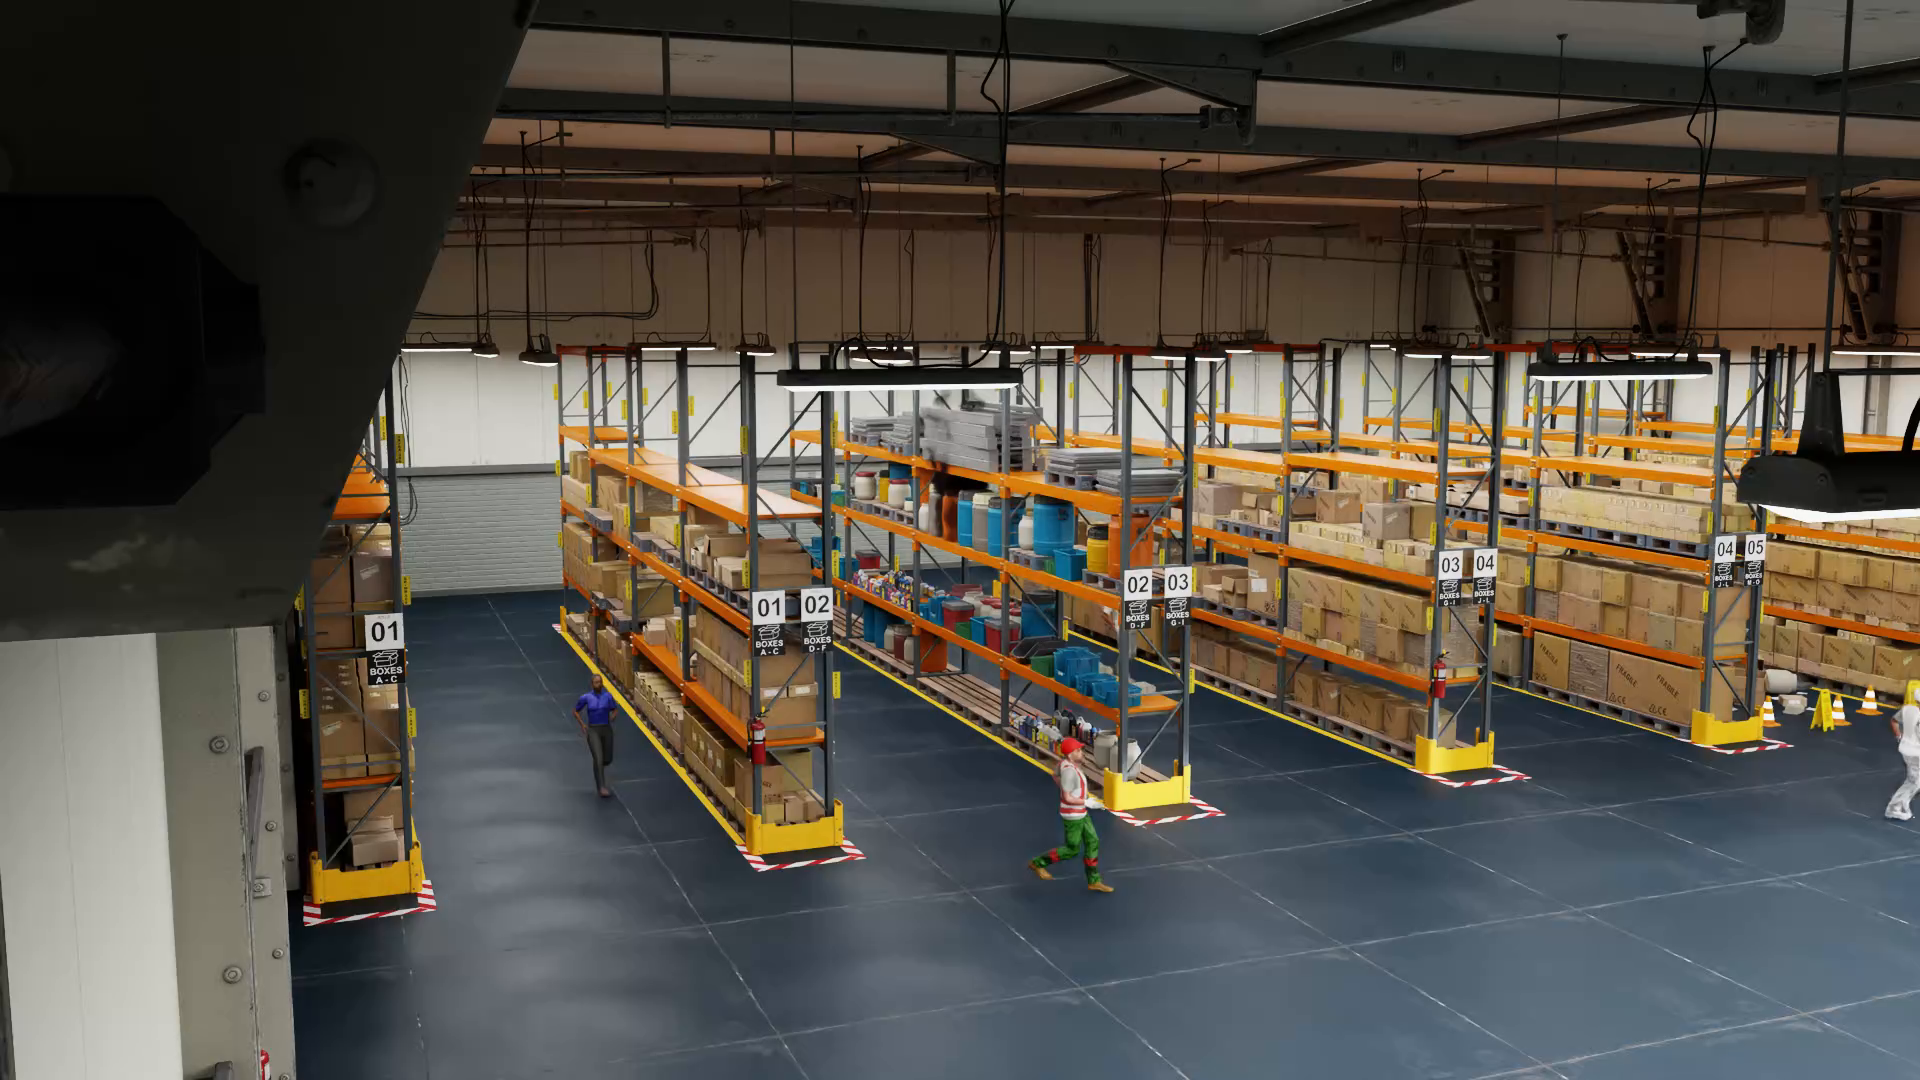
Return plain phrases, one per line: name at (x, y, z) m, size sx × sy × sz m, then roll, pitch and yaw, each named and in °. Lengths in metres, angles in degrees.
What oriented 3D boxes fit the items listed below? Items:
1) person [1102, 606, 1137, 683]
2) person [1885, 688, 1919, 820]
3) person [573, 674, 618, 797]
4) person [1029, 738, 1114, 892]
person at (2.823, 1.564, 28.509) m, size 0.711 × 1.746 × 0.728 m, roll -4°, pitch 8°, yaw -27°
person at (12.353, 2.739, 21.394) m, size 0.738 × 1.734 × 0.667 m, roll 2°, pitch 7°, yaw 13°
person at (-4.960, 2.643, 22.773) m, size 0.588 × 1.612 × 0.815 m, roll -4°, pitch 8°, yaw -29°
person at (1.263, 3.092, 18.728) m, size 0.957 × 1.774 × 0.671 m, roll 1°, pitch 7°, yaw 8°
